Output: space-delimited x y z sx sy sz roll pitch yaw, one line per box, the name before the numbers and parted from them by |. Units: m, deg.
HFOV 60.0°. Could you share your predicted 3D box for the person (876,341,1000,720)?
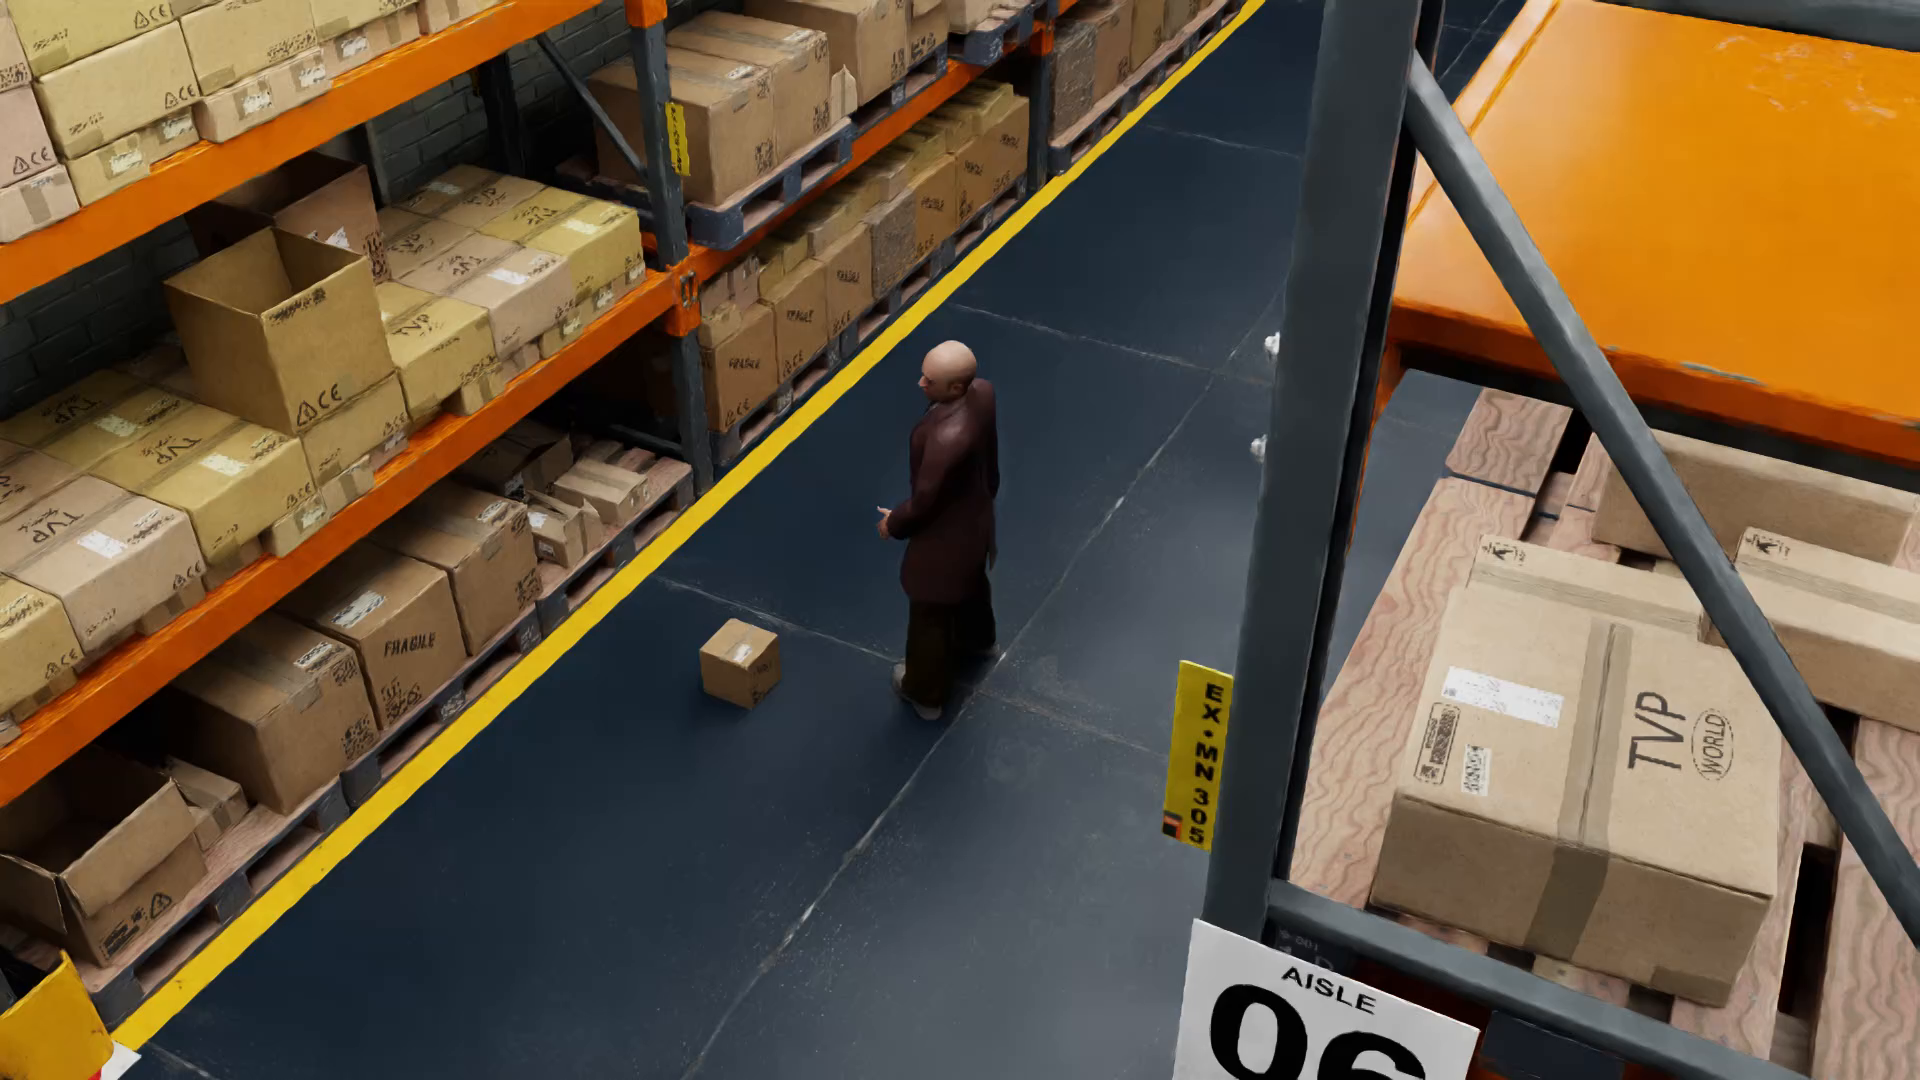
person | -0.091 -0.076 6.853 0.466 1.781 0.650 11 39 14
